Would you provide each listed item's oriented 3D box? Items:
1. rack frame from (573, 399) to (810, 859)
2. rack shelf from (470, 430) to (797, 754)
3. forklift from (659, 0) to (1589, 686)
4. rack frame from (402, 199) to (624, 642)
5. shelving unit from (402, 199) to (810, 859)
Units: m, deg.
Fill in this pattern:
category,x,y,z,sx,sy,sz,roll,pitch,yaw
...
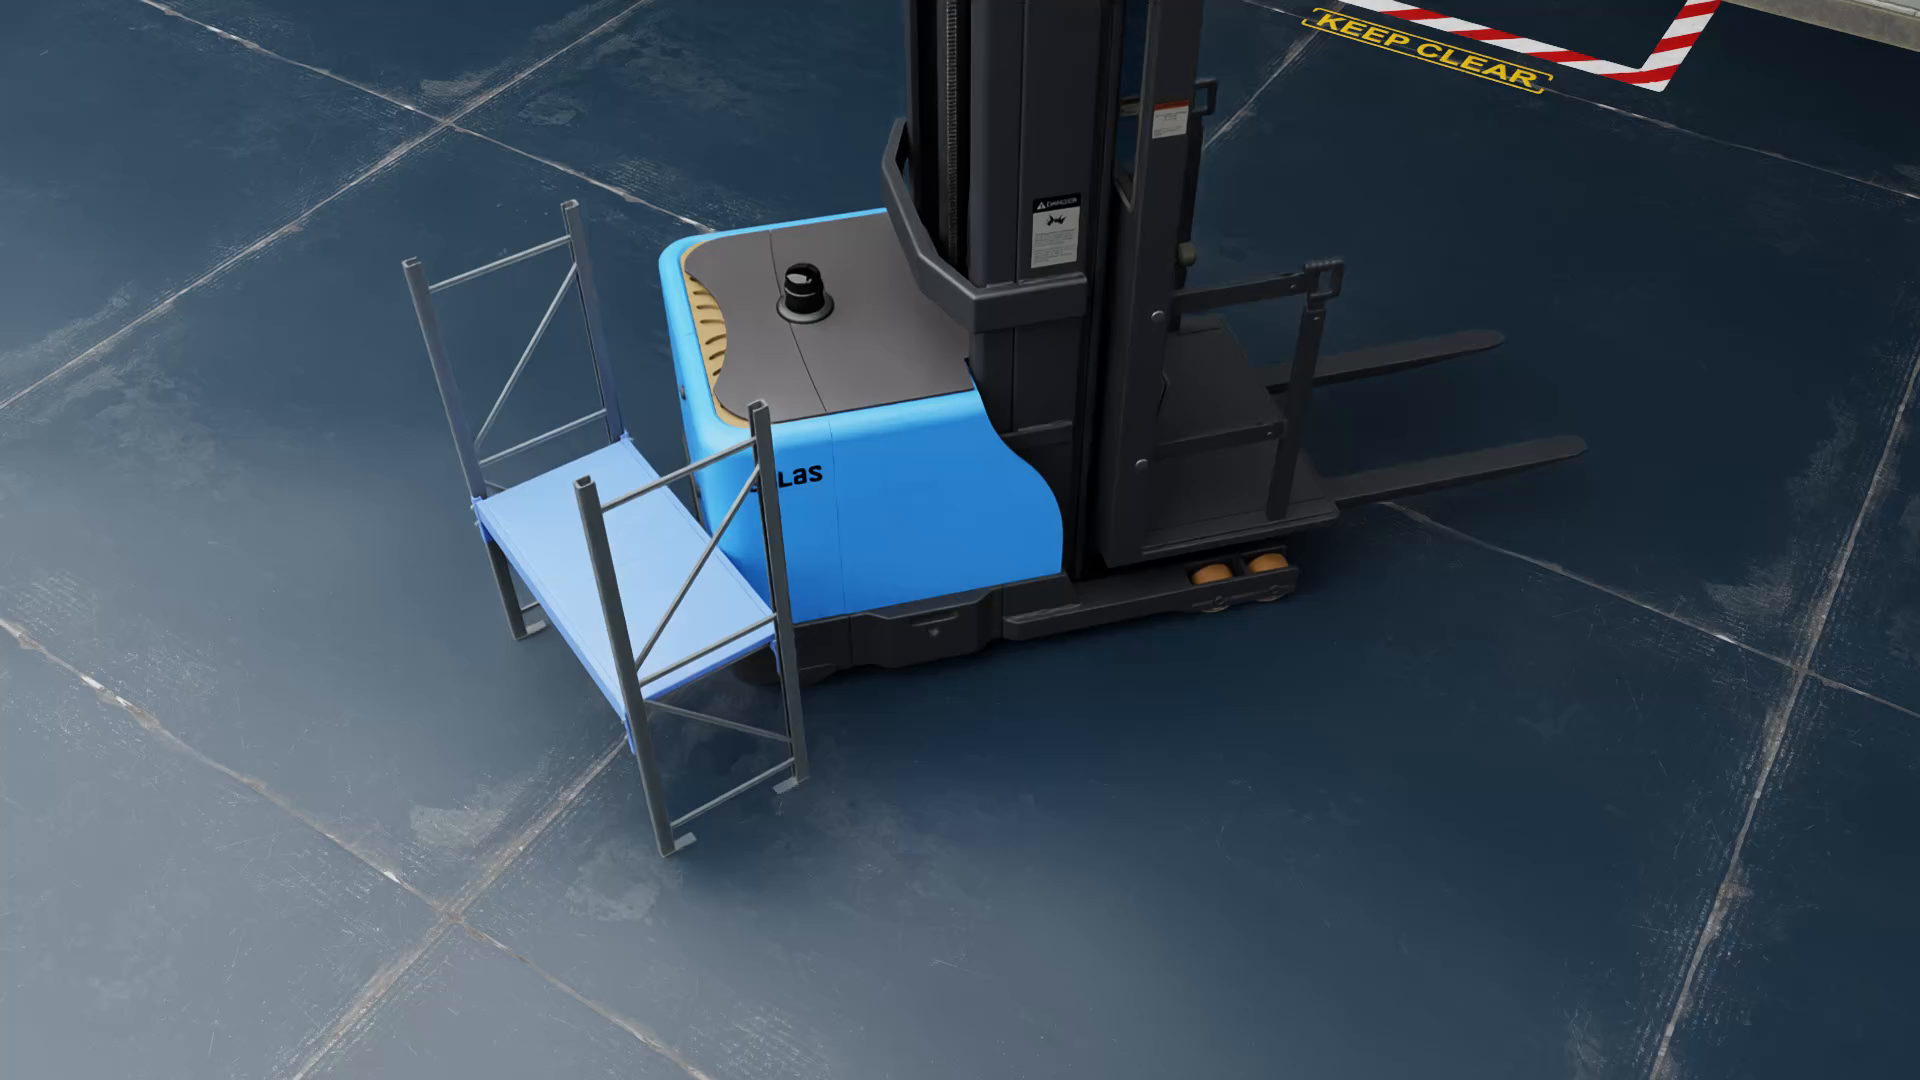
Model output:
category,x,y,z,sx,sy,sz,roll,pitch,yaw
rack frame,-0.670,0.295,4.418,0.500,1.500,0.032,-27,52,-24
rack shelf,-0.962,0.122,4.837,0.538,0.185,1.000,-27,52,-24
forklift,0.627,-1.139,4.813,3.031,2.935,1.130,-11,47,-10
rack frame,-1.254,-0.302,4.997,0.500,1.500,0.032,-27,52,-24
shelving unit,-0.962,-0.004,4.708,0.538,1.500,1.048,-27,52,-24
